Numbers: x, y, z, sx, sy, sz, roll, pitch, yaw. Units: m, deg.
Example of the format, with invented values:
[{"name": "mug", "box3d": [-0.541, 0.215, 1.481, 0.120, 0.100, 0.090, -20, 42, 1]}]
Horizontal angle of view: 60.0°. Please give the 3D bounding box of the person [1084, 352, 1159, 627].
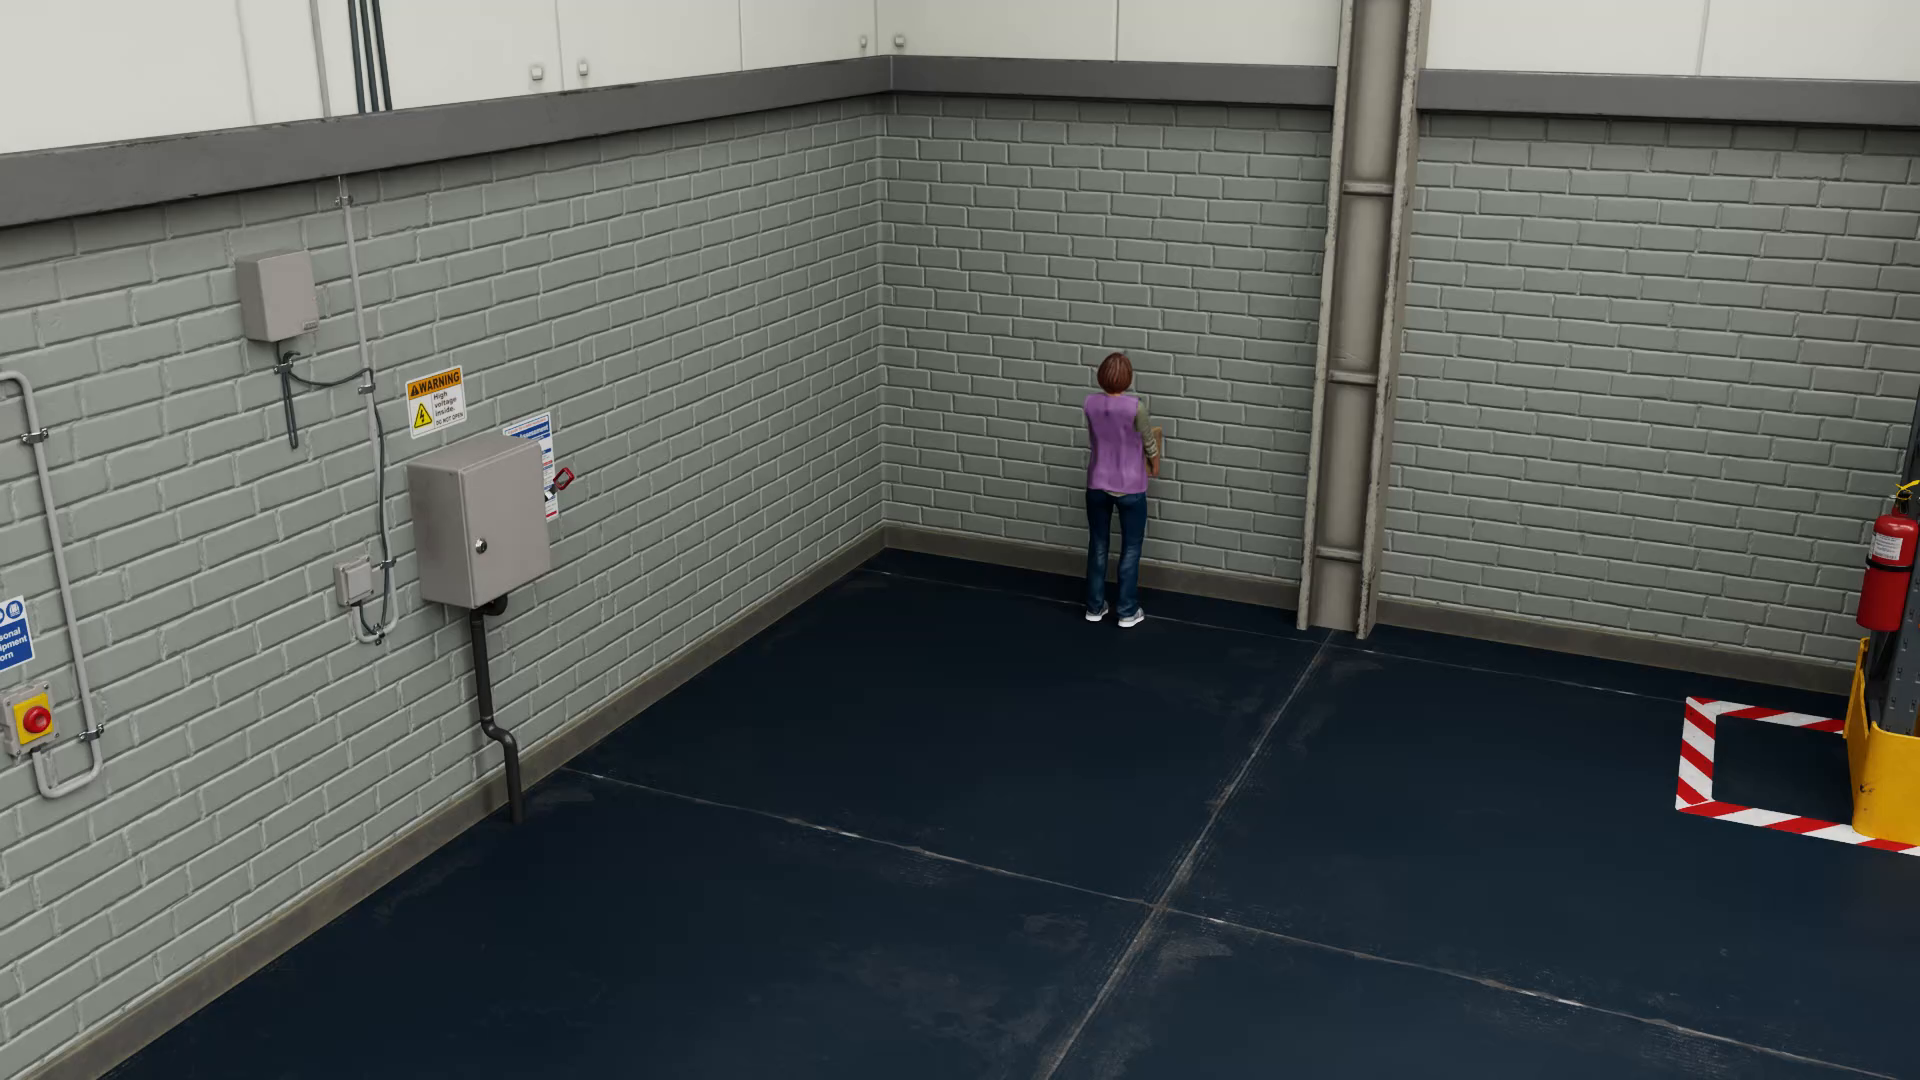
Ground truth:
[{"name": "person", "box3d": [0.919, -0.308, 9.467, 0.404, 1.596, 0.490, 9, 21, 23]}]
